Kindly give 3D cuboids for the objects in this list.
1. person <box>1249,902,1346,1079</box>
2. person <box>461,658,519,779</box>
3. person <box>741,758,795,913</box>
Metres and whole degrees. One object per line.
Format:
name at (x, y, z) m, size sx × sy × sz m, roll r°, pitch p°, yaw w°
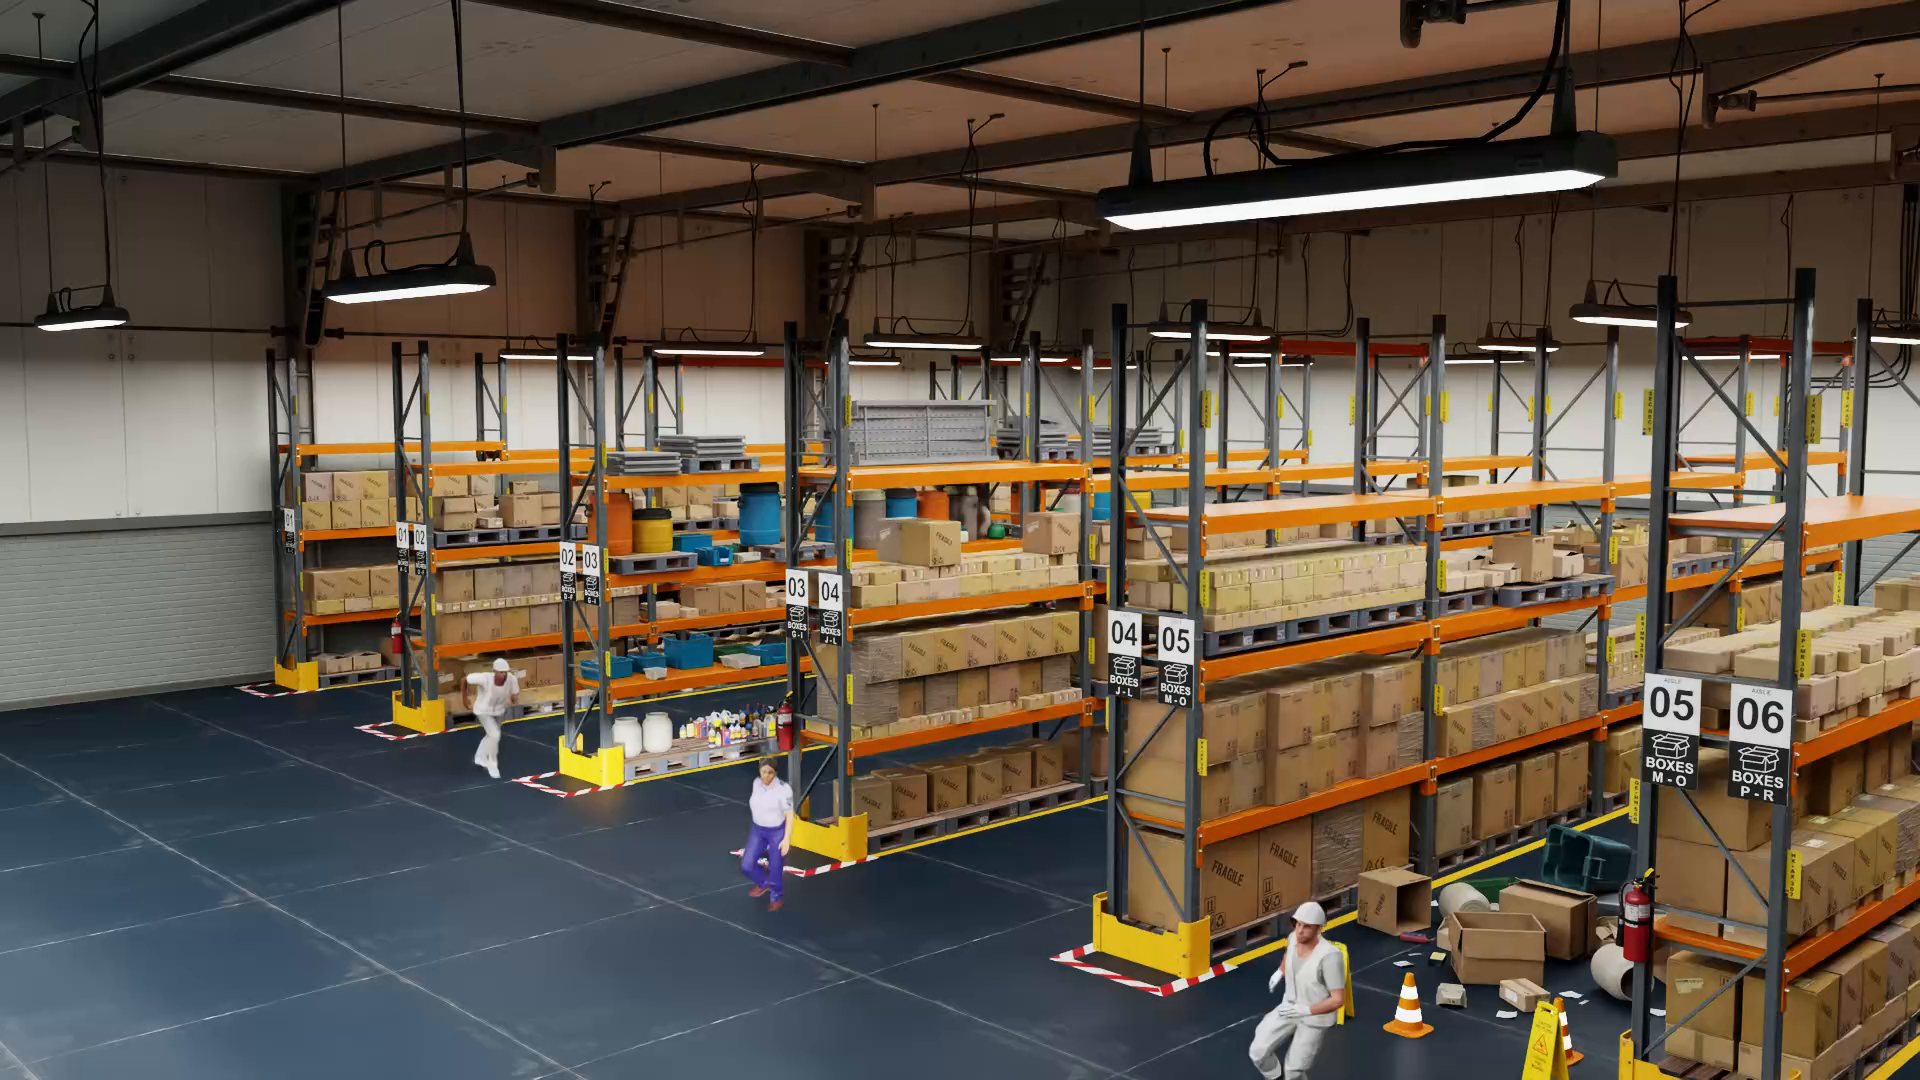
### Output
person at (2.345, 3.328, 11.634) m, size 0.712 × 1.691 × 0.848 m, roll -5°, pitch 7°, yaw -44°
person at (-6.406, 2.414, 22.621) m, size 0.750 × 1.687 × 0.990 m, roll -4°, pitch 7°, yaw -41°
person at (-1.905, 2.942, 16.641) m, size 0.648 × 1.624 × 0.538 m, roll 2°, pitch 5°, yaw 21°
